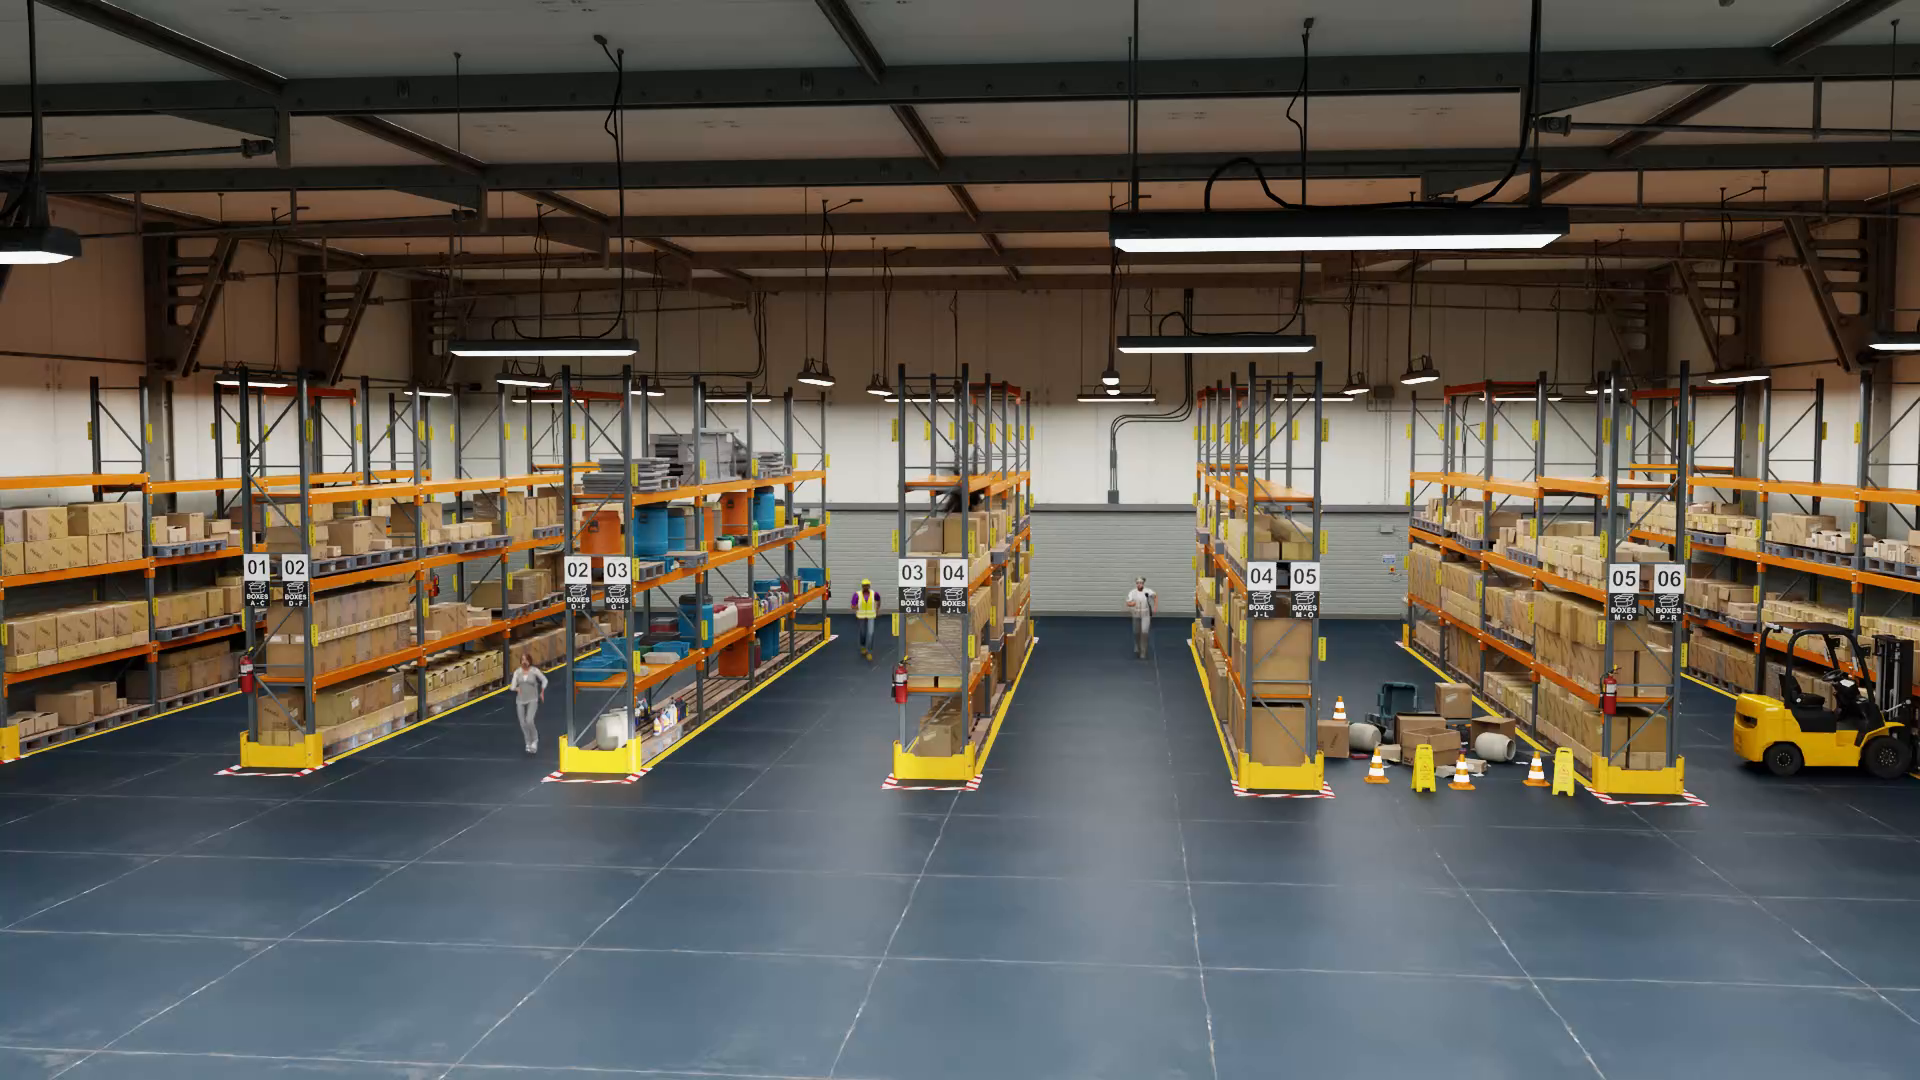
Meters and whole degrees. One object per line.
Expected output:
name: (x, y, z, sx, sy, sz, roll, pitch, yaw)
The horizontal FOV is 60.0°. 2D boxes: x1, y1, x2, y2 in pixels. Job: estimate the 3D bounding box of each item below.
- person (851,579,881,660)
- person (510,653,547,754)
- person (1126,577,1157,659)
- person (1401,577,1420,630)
person: (-2.091, 1.736, 36.929, 0.665, 1.766, 0.968, 0, 4, -3)
person: (-6.721, 2.548, 25.847, 0.510, 1.564, 0.644, 0, 4, 2)
person: (4.081, 1.714, 37.346, 0.671, 1.815, 0.929, 1, 4, 14)
person: (10.986, 1.596, 40.358, 0.559, 1.639, 0.671, 1, 4, 10)
